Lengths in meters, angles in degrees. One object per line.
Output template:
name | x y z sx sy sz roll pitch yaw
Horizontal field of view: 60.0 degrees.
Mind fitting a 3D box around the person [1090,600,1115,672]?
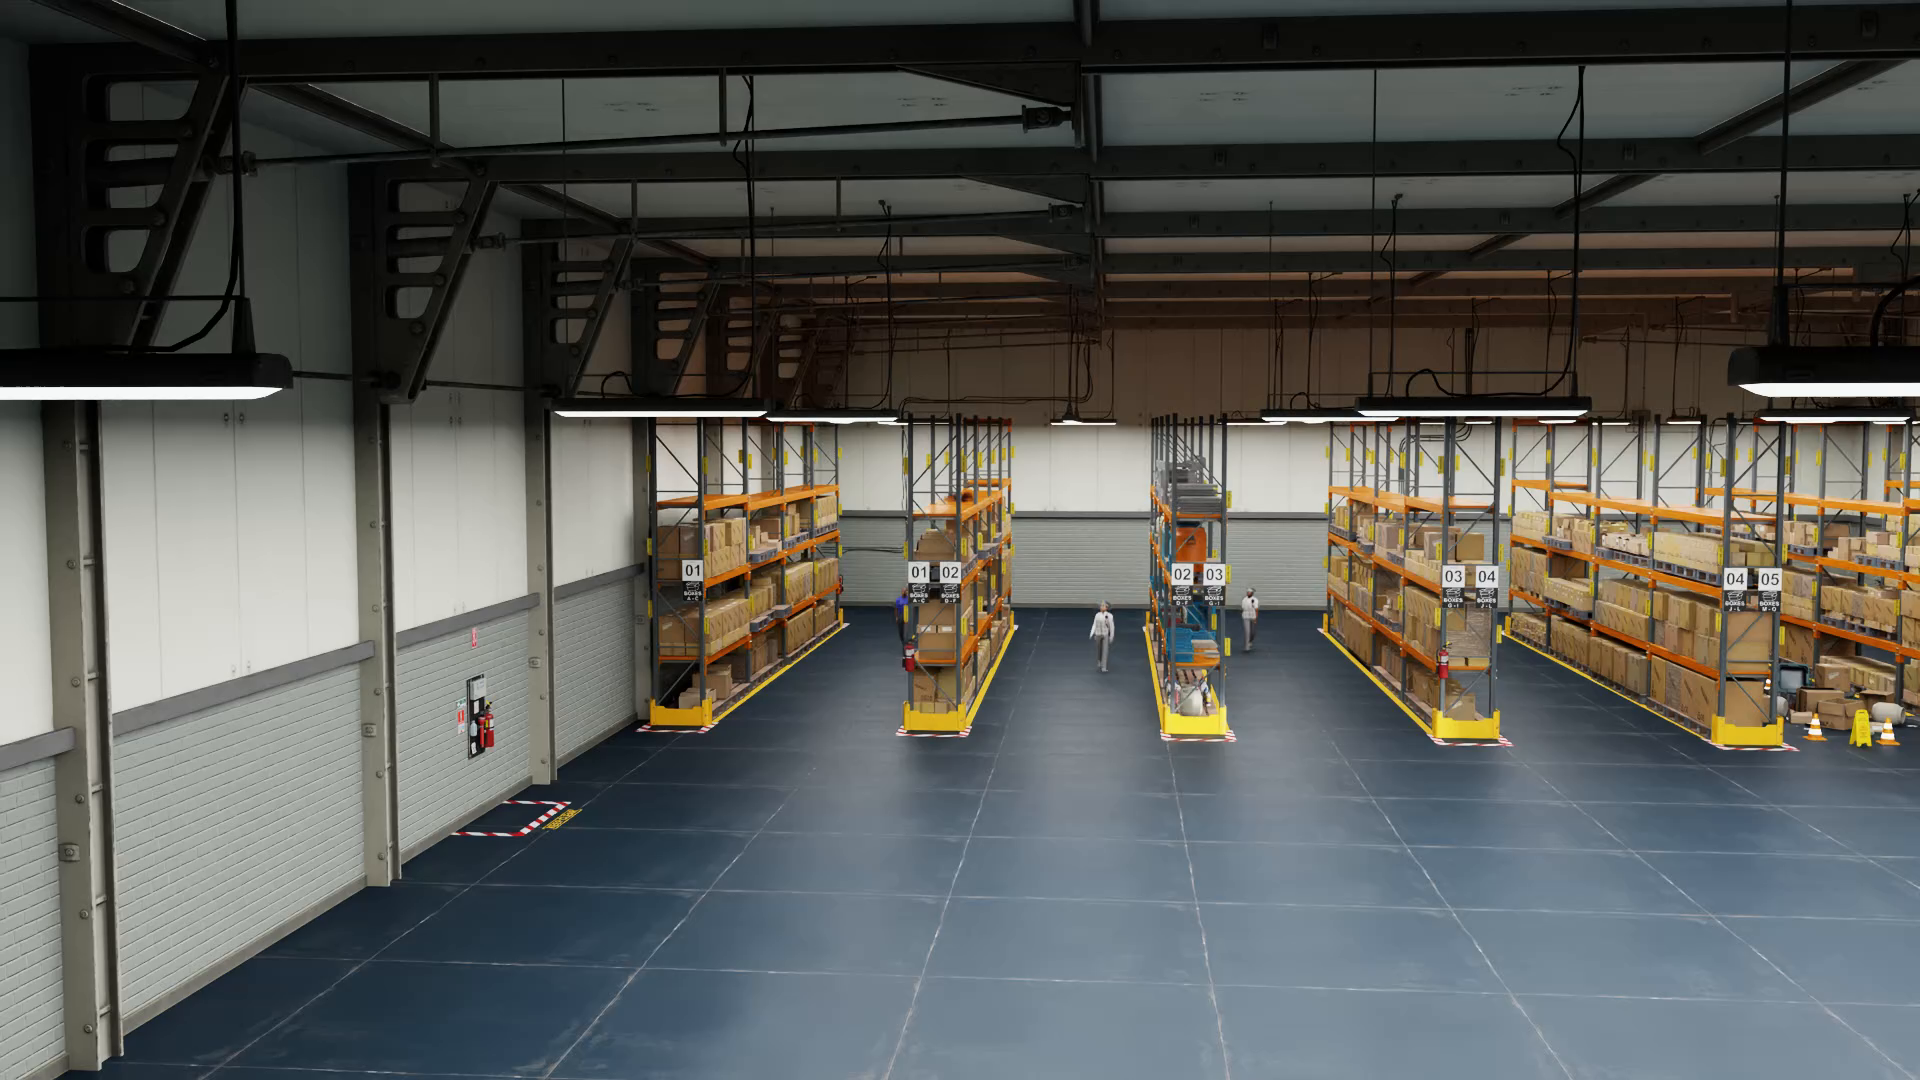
person | 3.362 2.255 39.302 0.581 1.634 0.948 0 4 7

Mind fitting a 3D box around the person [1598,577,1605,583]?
person | 17.635 1.847 45.513 0.575 1.674 0.427 -1 4 -20

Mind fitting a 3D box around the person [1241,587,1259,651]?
person | 7.459 2.013 42.828 0.428 1.641 0.931 0 4 -1

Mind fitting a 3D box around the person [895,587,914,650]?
person | -1.449 2.026 42.999 0.463 1.608 0.911 1 4 10
